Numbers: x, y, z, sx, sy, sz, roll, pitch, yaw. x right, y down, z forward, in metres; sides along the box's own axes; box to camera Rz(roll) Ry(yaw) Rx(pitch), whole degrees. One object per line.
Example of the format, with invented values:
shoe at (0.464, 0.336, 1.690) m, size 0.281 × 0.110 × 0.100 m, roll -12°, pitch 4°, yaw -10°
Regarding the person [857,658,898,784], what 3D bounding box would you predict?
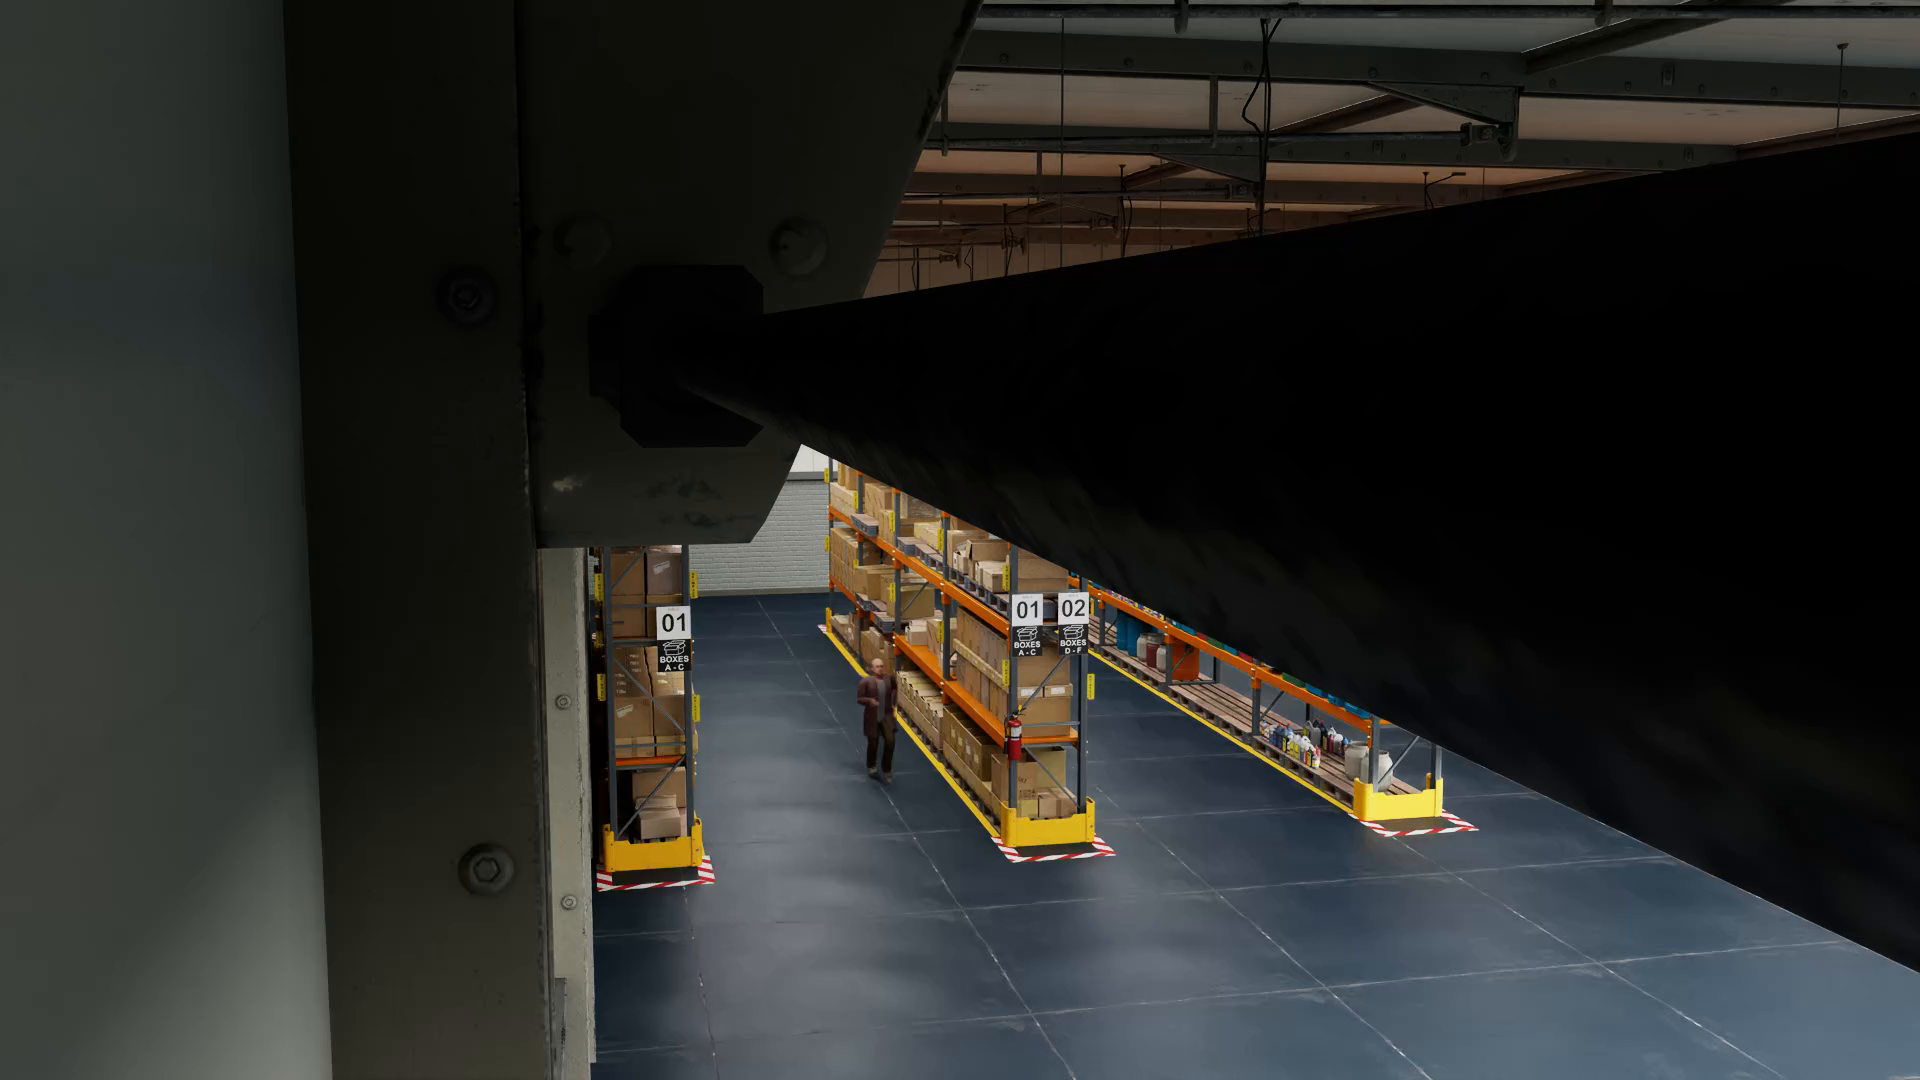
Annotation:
person at (-1.169, 2.612, 24.038) m, size 0.654 × 1.823 × 0.853 m, roll -2°, pitch 7°, yaw -14°
